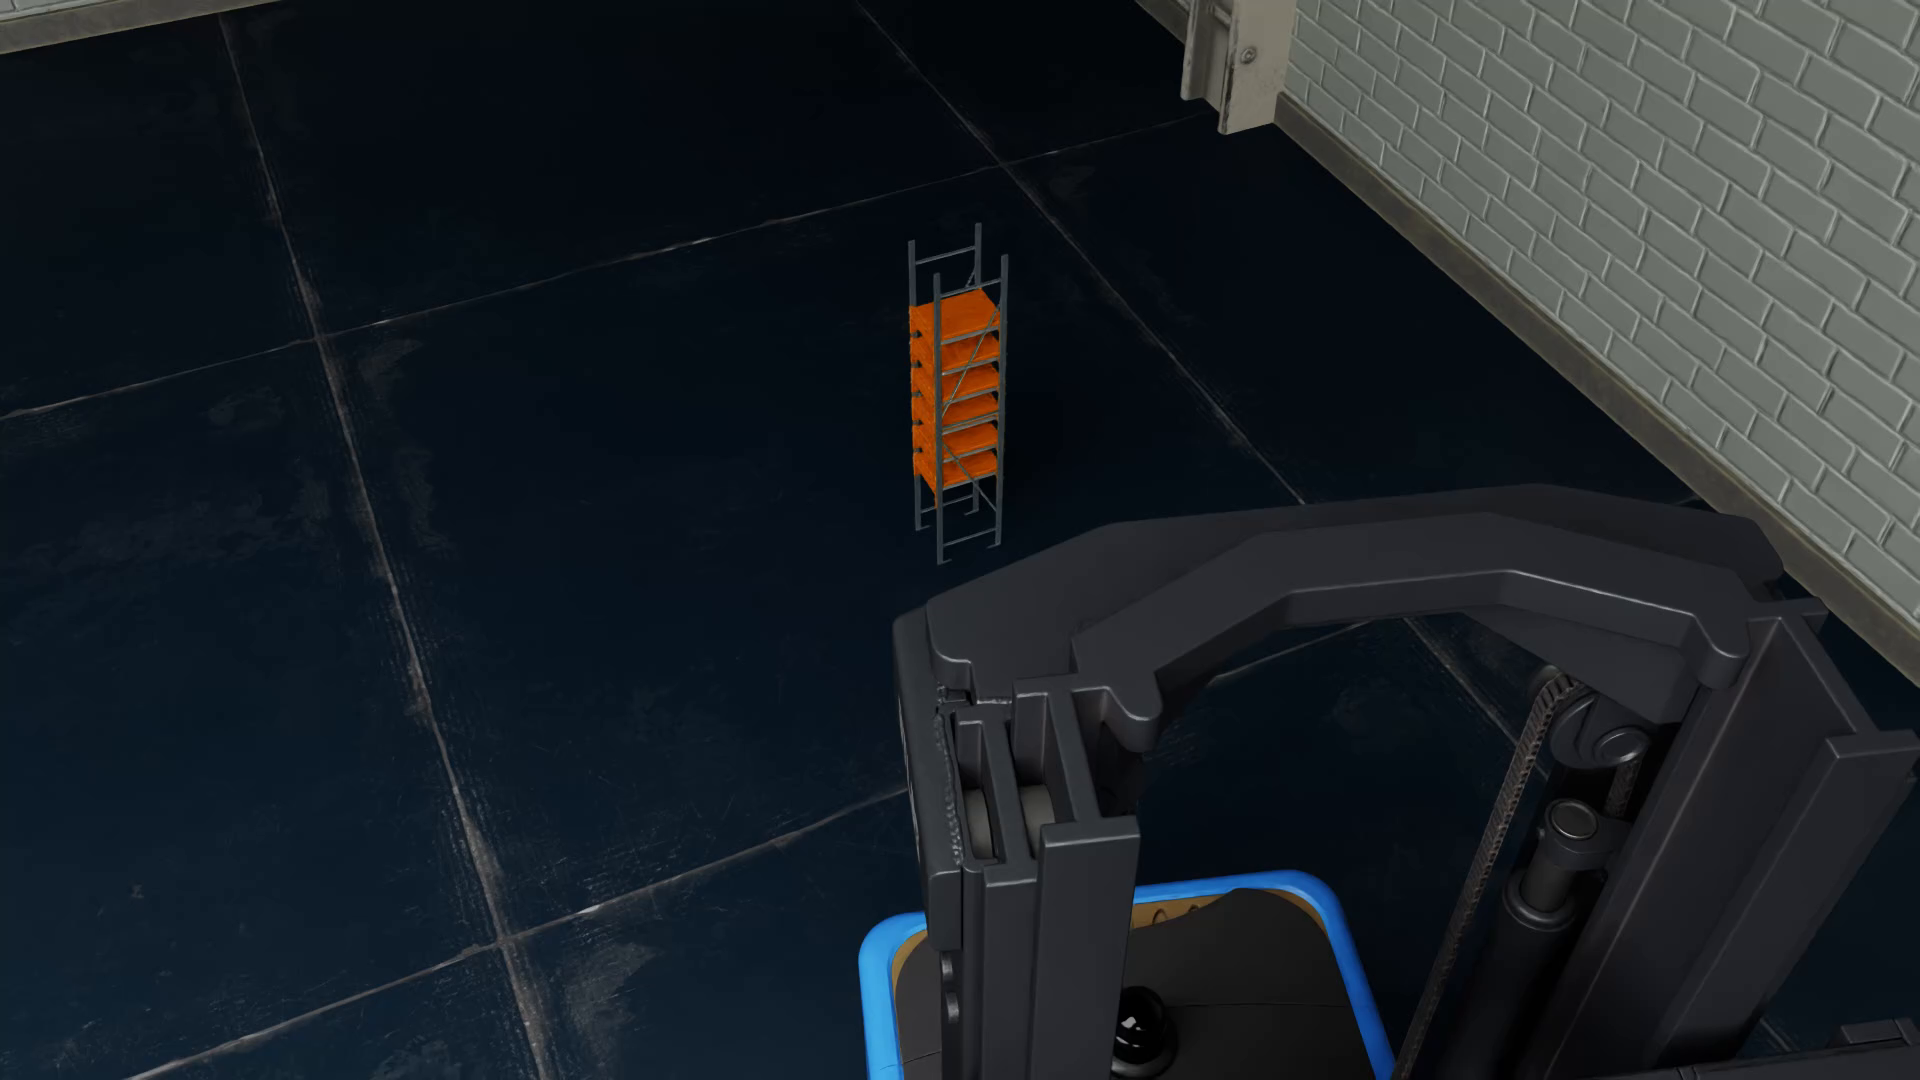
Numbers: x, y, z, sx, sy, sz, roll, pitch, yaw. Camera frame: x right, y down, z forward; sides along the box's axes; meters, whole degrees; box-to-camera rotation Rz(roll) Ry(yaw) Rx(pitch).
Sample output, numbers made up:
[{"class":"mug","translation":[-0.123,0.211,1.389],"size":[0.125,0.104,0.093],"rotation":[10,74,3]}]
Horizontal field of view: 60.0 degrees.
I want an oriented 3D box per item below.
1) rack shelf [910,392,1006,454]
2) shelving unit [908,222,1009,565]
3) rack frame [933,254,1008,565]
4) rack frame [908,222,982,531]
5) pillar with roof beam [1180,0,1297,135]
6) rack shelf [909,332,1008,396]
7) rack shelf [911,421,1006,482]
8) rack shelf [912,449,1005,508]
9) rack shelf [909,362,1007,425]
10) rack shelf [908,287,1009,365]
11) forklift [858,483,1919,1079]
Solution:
[{"class":"rack shelf","translation":[-0.006,-0.405,5.369],"size":[0.258,0.103,0.180],"rotation":[-18,47,-17]},{"class":"shelving unit","translation":[-0.006,-0.436,5.338],"size":[0.258,1.200,0.189],"rotation":[-18,47,-17]},{"class":"rack frame","translation":[0.032,-0.378,5.279],"size":[0.240,1.200,0.006],"rotation":[-18,47,-17]},{"class":"rack frame","translation":[-0.045,-0.495,5.397],"size":[0.240,1.200,0.006],"rotation":[-18,47,-17]},{"class":"pillar with roof beam","translation":[-2.642,-3.962,3.358],"size":[9.100,9.000,0.400],"rotation":[-18,47,-17]},{"class":"rack shelf","translation":[-0.006,-0.576,5.201],"size":[0.258,0.103,0.180],"rotation":[-18,47,-17]},{"class":"rack shelf","translation":[-0.006,-0.319,5.453],"size":[0.258,0.103,0.180],"rotation":[-18,47,-17]},{"class":"rack shelf","translation":[-0.006,-0.234,5.538],"size":[0.258,0.103,0.180],"rotation":[-18,47,-17]},{"class":"rack shelf","translation":[-0.006,-0.490,5.285],"size":[0.258,0.103,0.180],"rotation":[-18,47,-17]},{"class":"rack shelf","translation":[-0.006,-0.661,5.116],"size":[0.258,0.103,0.180],"rotation":[-18,47,-17]},{"class":"forklift","translation":[0.484,1.484,2.159],"size":[1.130,2.935,3.031],"rotation":[-5,45,-5]}]
